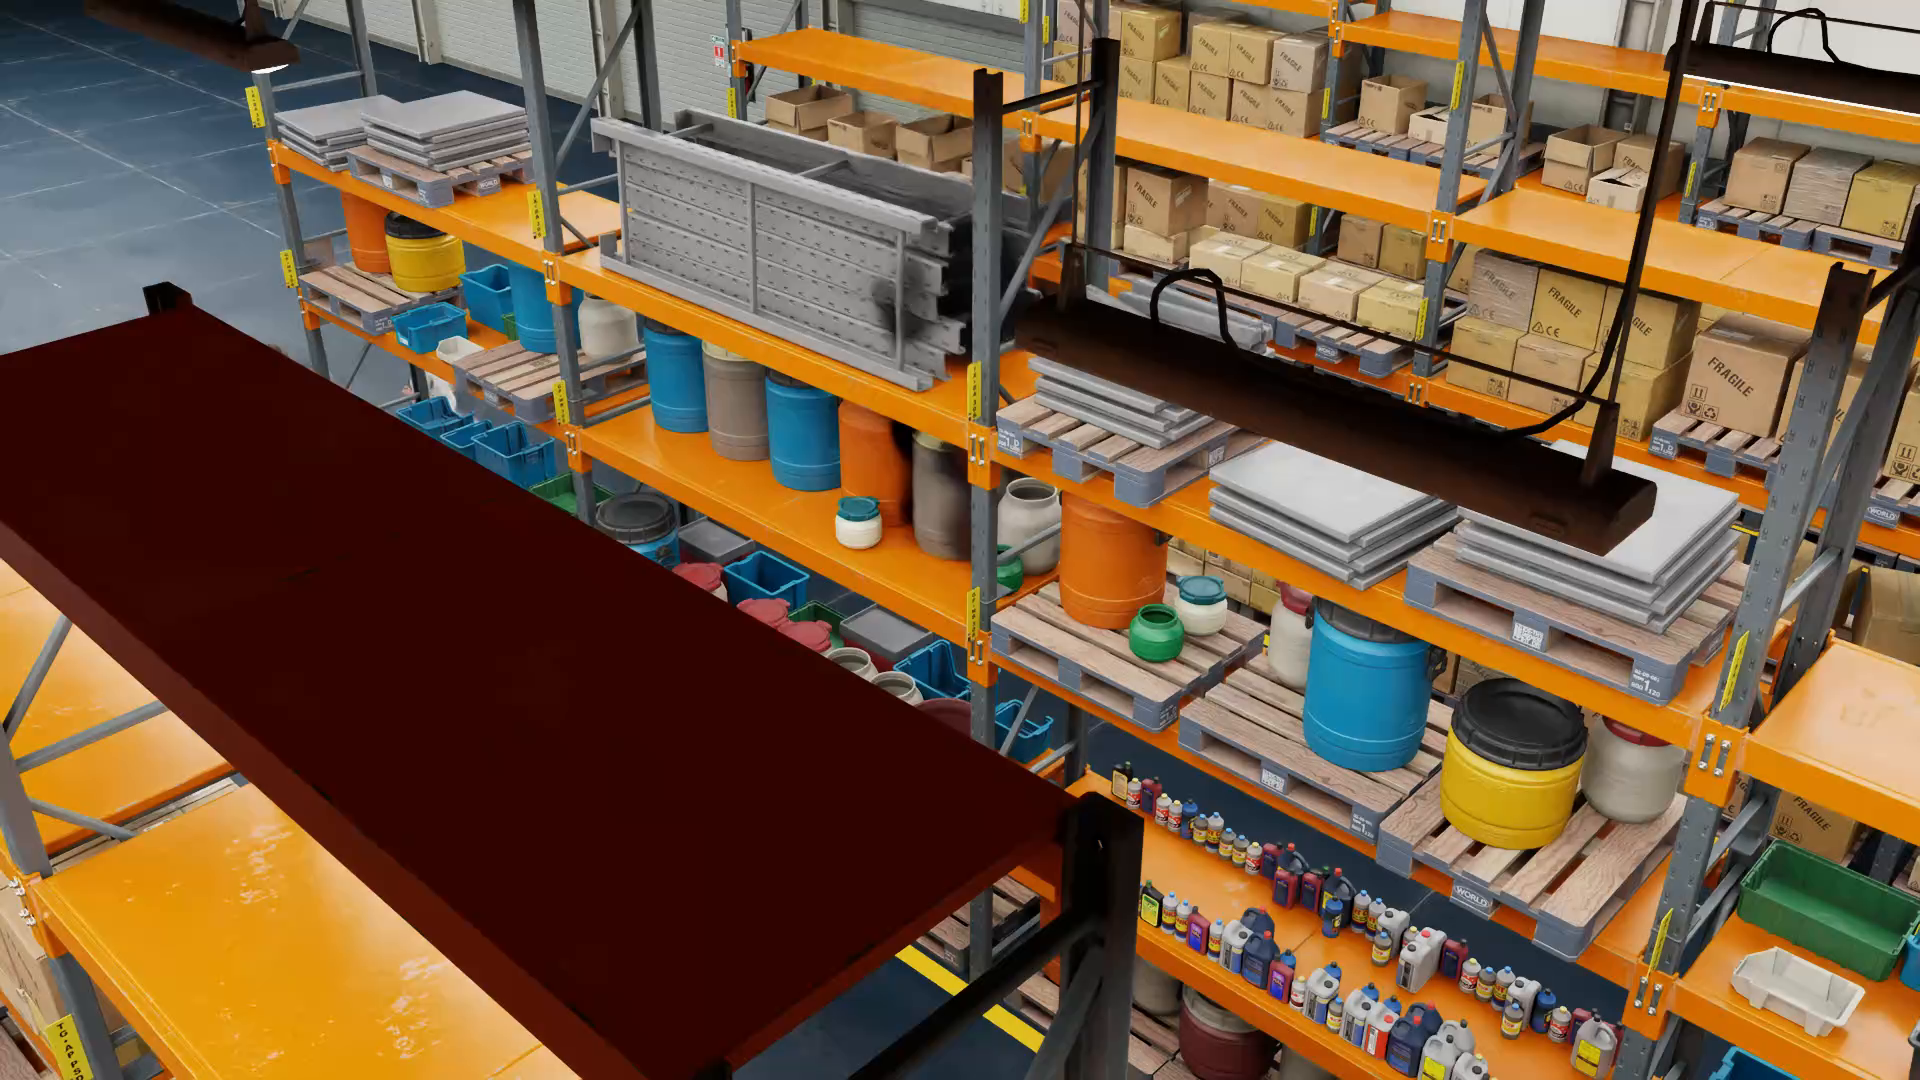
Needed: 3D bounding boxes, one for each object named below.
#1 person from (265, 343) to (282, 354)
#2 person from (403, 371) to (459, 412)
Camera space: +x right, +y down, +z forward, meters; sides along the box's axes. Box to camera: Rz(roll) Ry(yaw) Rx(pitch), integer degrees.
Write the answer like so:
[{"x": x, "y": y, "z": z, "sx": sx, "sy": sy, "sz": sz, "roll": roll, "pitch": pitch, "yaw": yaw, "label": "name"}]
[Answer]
[{"x": -6.675, "y": -1.174, "z": 16.640, "sx": 0.841, "sy": 1.694, "sz": 0.589, "roll": -1, "pitch": 29, "yaw": -2, "label": "person"}, {"x": -5.242, "y": -1.261, "z": 16.653, "sx": 0.740, "sy": 1.789, "sz": 0.643, "roll": 1, "pitch": 29, "yaw": 2, "label": "person"}]
